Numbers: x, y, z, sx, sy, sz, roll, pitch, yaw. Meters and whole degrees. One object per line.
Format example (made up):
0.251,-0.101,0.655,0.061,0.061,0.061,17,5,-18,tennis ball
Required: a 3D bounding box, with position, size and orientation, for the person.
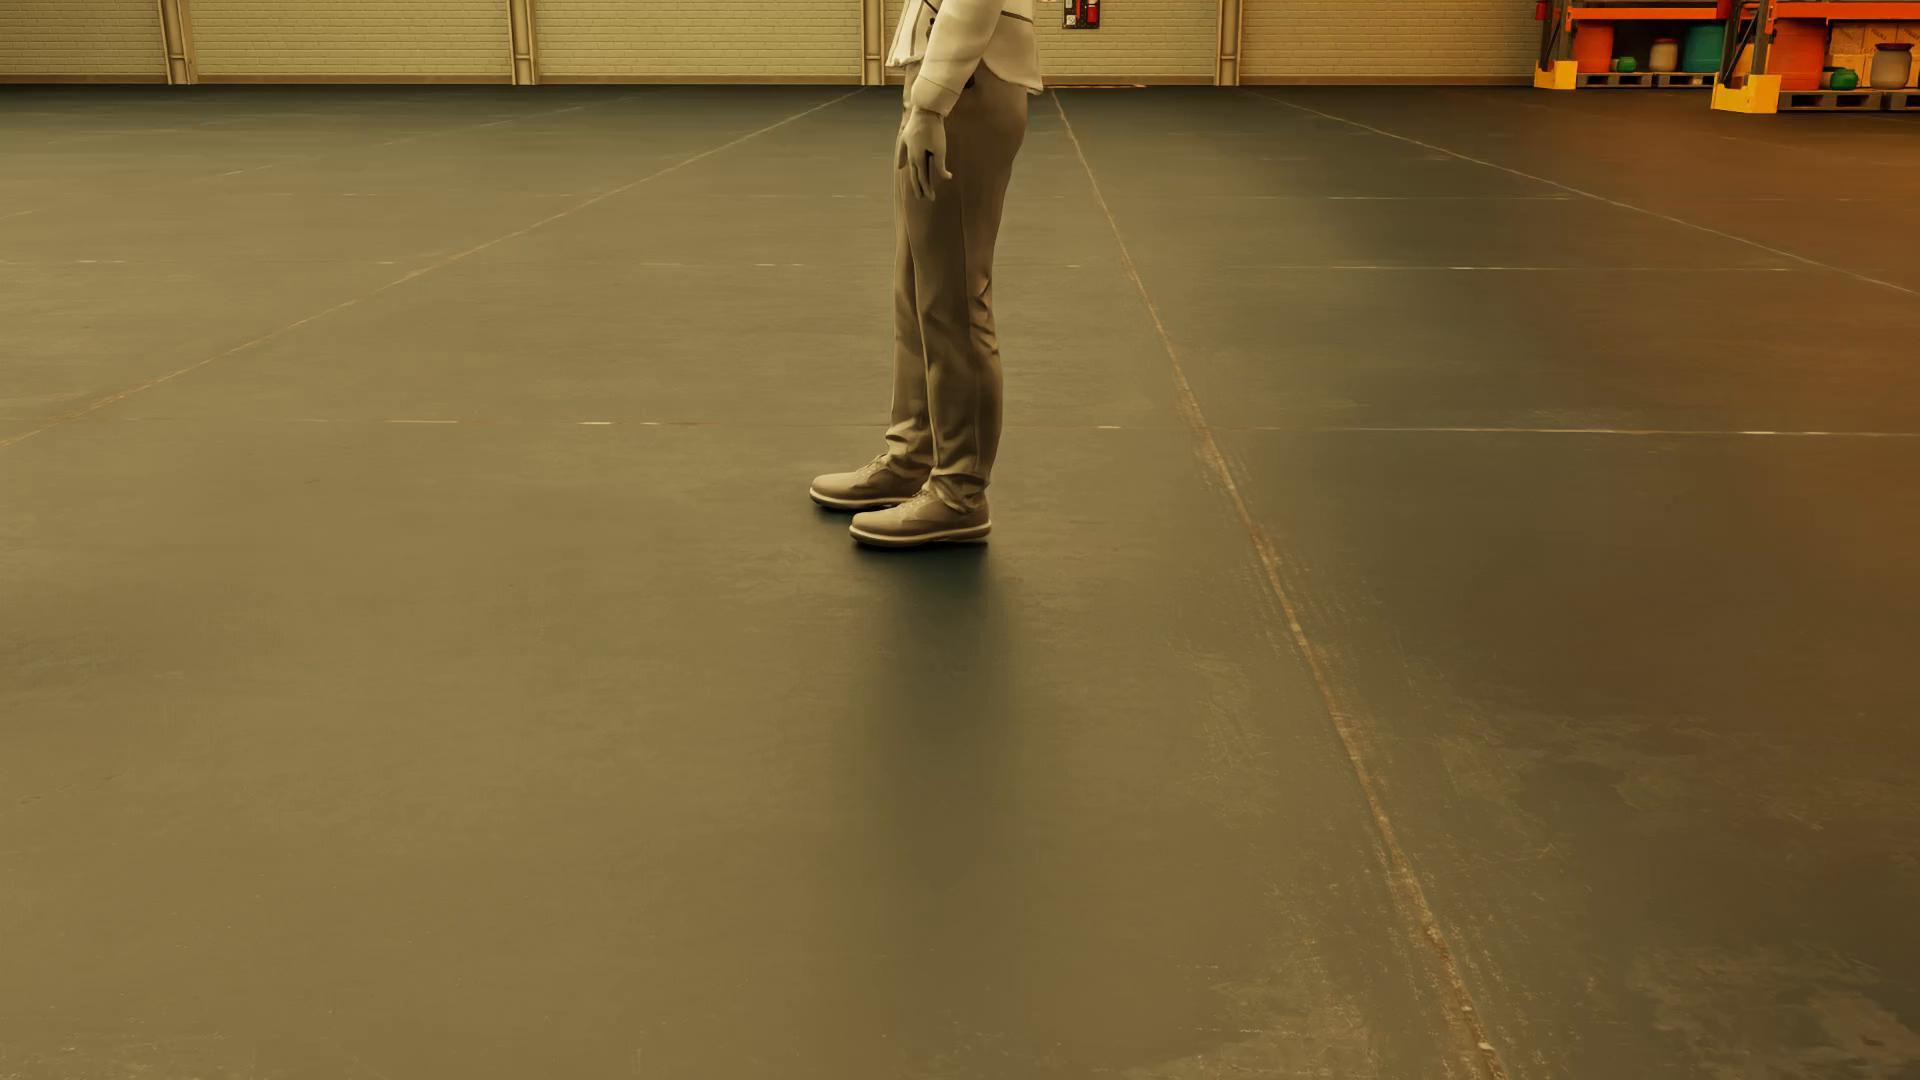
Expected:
-0.068,-0.819,3.126,0.531,1.695,0.587,1,17,2,person
